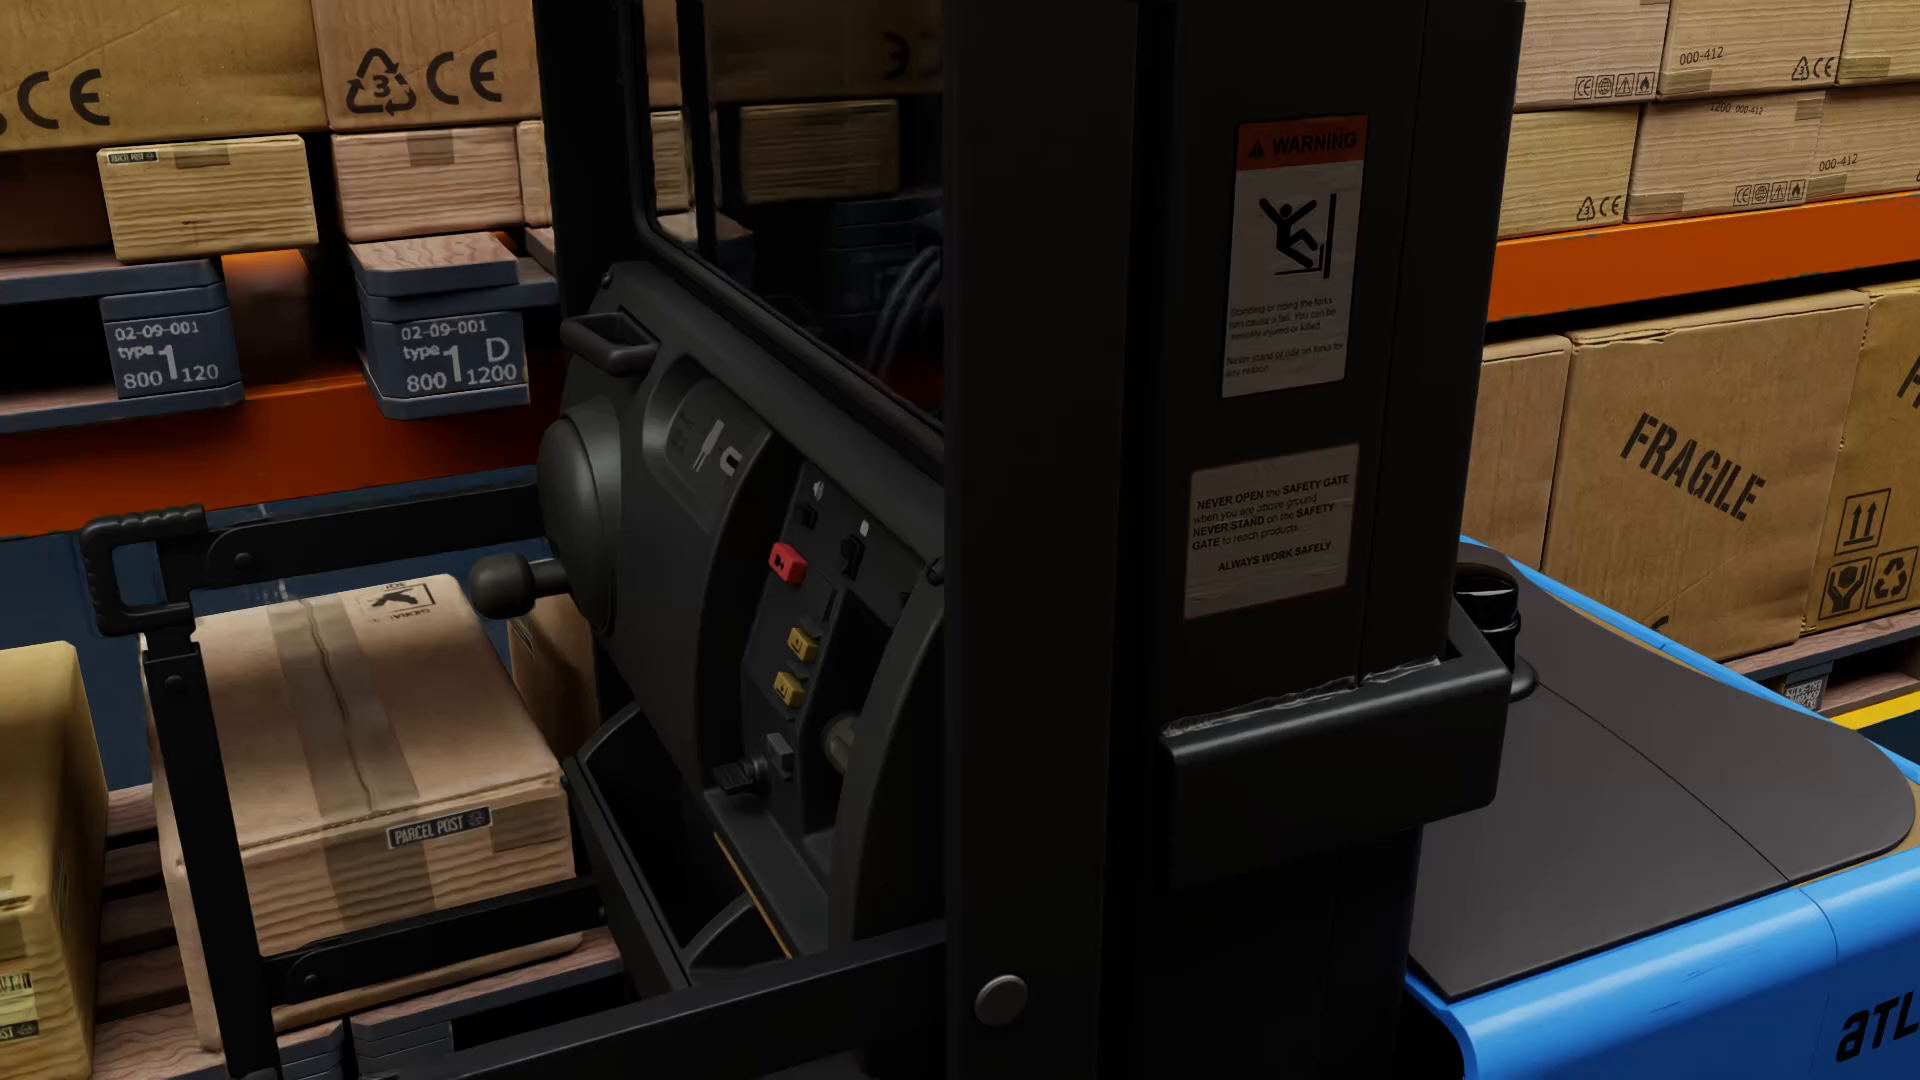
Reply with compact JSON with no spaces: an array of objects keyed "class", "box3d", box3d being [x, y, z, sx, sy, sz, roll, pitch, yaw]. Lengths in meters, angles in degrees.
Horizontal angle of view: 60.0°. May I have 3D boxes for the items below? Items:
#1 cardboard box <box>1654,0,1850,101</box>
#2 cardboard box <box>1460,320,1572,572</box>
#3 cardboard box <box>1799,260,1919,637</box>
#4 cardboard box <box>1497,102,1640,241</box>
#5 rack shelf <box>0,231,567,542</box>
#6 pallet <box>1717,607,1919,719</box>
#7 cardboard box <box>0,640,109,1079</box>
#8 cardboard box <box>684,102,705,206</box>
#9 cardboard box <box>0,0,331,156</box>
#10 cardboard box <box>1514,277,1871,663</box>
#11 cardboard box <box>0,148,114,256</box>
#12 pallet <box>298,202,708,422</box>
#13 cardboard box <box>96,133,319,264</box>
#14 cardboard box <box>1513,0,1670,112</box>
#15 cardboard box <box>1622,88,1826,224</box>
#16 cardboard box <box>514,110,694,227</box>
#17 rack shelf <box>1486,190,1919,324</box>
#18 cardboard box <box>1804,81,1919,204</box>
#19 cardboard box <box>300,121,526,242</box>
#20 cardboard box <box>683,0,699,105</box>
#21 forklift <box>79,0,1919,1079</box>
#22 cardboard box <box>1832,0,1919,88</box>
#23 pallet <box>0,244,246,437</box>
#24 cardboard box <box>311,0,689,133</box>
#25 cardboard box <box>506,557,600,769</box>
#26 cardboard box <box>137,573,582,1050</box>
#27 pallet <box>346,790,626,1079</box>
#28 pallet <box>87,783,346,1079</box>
[{"class":"cardboard box","box3d":[1.505,-1.110,3.552,0.500,0.250,0.500,-11,25,-24]},{"class":"cardboard box","box3d":[0.679,-0.084,3.760,0.875,0.875,0.875,-11,25,-24]},{"class":"cardboard box","box3d":[2.290,-0.379,4.472,0.875,0.875,0.875,-10,24,-22]},{"class":"cardboard box","box3d":[1.026,-0.802,3.462,0.500,0.250,0.500,-11,25,-25]},{"class":"rack shelf","box3d":[-1.781,-0.122,2.562,4.000,0.370,1.077,-10,25,-24]},{"class":"pallet","box3d":[1.862,0.197,4.498,1.213,0.211,1.003,-10,25,-24]},{"class":"cardboard box","box3d":[-1.840,0.574,2.829,0.625,0.372,0.950,-10,24,-22]},{"class":"cardboard box","box3d":[-0.383,-0.659,2.699,0.250,0.149,0.380,-10,25,-23]},{"class":"cardboard box","box3d":[-1.184,-0.818,2.237,0.500,0.500,0.500,-12,25,-27]},{"class":"cardboard box","box3d":[1.485,-0.230,4.114,0.875,0.875,0.875,-10,25,-23]},{"class":"cardboard box","box3d":[-1.344,-0.514,2.349,0.250,0.149,0.380,-10,25,-23]},{"class":"pallet","box3d":[-0.575,-0.542,2.889,1.003,0.211,1.213,-10,25,-24]},{"class":"cardboard box","box3d":[-1.063,-0.512,2.344,0.250,0.149,0.380,-10,24,-23]},{"class":"cardboard box","box3d":[1.051,-1.032,3.363,0.500,0.250,0.500,-10,24,-22]},{"class":"cardboard box","box3d":[1.501,-0.887,3.667,0.500,0.250,0.500,-10,24,-22]},{"class":"cardboard box","box3d":[-0.590,-0.602,2.561,0.250,0.149,0.380,-11,25,-24]},{"class":"rack shelf","box3d":[1.823,-0.785,4.165,4.000,0.370,1.077,-10,25,-24]},{"class":"cardboard box","box3d":[1.944,-0.970,3.868,0.500,0.250,0.500,-10,25,-24]},{"class":"cardboard box","box3d":[-0.821,-0.563,2.466,0.250,0.149,0.380,-12,25,-26]},{"class":"cardboard box","box3d":[-0.268,-0.992,2.656,0.500,0.500,0.500,-11,25,-25]},{"class":"forklift","box3d":[-0.413,0.005,1.405,3.031,2.935,1.130,-10,25,-23]},{"class":"cardboard box","box3d":[1.968,-1.190,3.745,0.500,0.250,0.500,-10,24,-23]},{"class":"pallet","box3d":[-1.745,-0.355,2.435,1.213,0.211,1.003,-10,25,-24]},{"class":"cardboard box","box3d":[-0.729,-0.903,2.440,0.500,0.500,0.500,-11,25,-24]},{"class":"cardboard box","box3d":[-0.493,0.325,3.430,0.625,0.372,0.950,-12,25,-27]},{"class":"cardboard box","box3d":[-1.154,0.450,3.128,0.625,0.372,0.950,-11,25,-25]},{"class":"pallet","box3d":[-0.684,0.632,3.448,1.213,0.211,1.003,-10,25,-24]},{"class":"pallet","box3d":[-1.782,0.833,2.962,1.213,0.211,1.003,-10,25,-24]}]
